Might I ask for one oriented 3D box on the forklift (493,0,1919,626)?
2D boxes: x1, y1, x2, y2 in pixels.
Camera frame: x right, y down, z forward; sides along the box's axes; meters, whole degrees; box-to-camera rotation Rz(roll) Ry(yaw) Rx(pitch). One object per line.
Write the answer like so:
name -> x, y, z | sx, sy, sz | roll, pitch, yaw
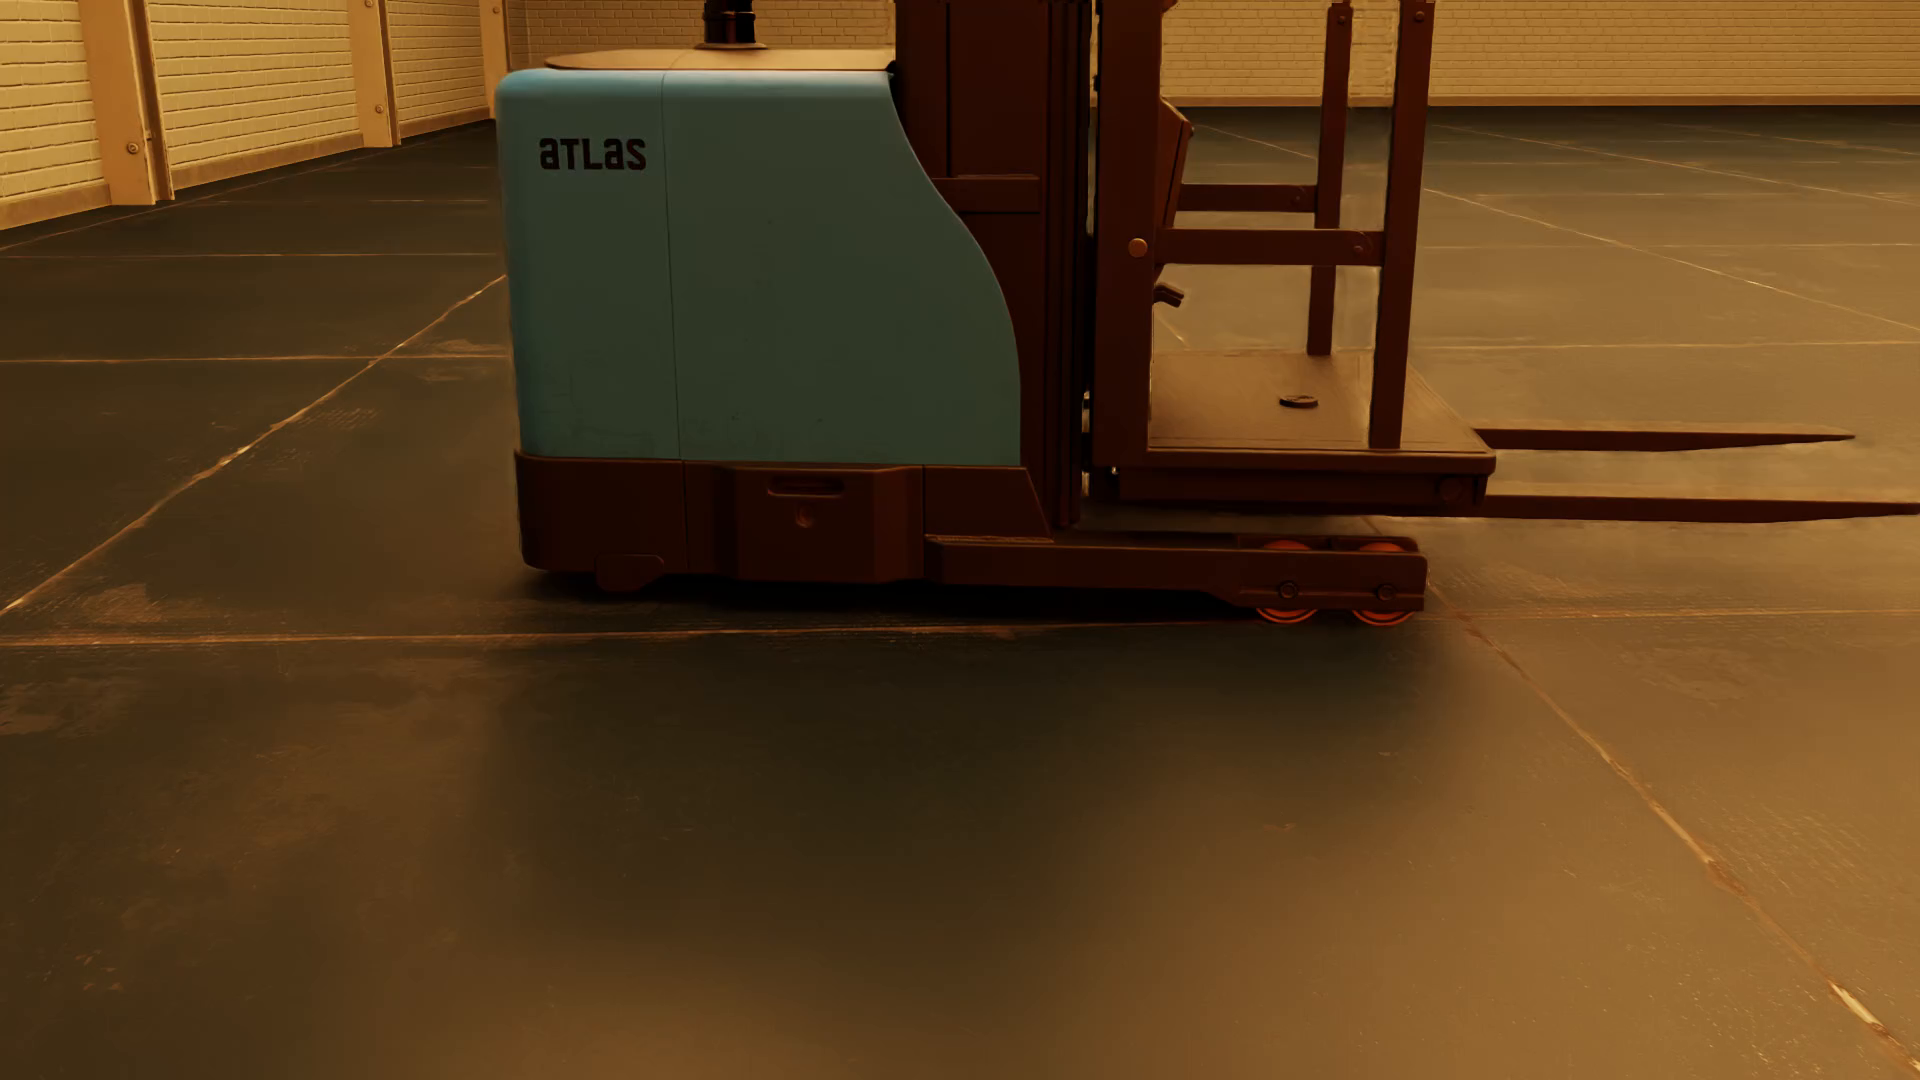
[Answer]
forklift -> 0.610, -1.390, 3.451 | 3.031, 2.935, 1.130 | 1, 17, 4
